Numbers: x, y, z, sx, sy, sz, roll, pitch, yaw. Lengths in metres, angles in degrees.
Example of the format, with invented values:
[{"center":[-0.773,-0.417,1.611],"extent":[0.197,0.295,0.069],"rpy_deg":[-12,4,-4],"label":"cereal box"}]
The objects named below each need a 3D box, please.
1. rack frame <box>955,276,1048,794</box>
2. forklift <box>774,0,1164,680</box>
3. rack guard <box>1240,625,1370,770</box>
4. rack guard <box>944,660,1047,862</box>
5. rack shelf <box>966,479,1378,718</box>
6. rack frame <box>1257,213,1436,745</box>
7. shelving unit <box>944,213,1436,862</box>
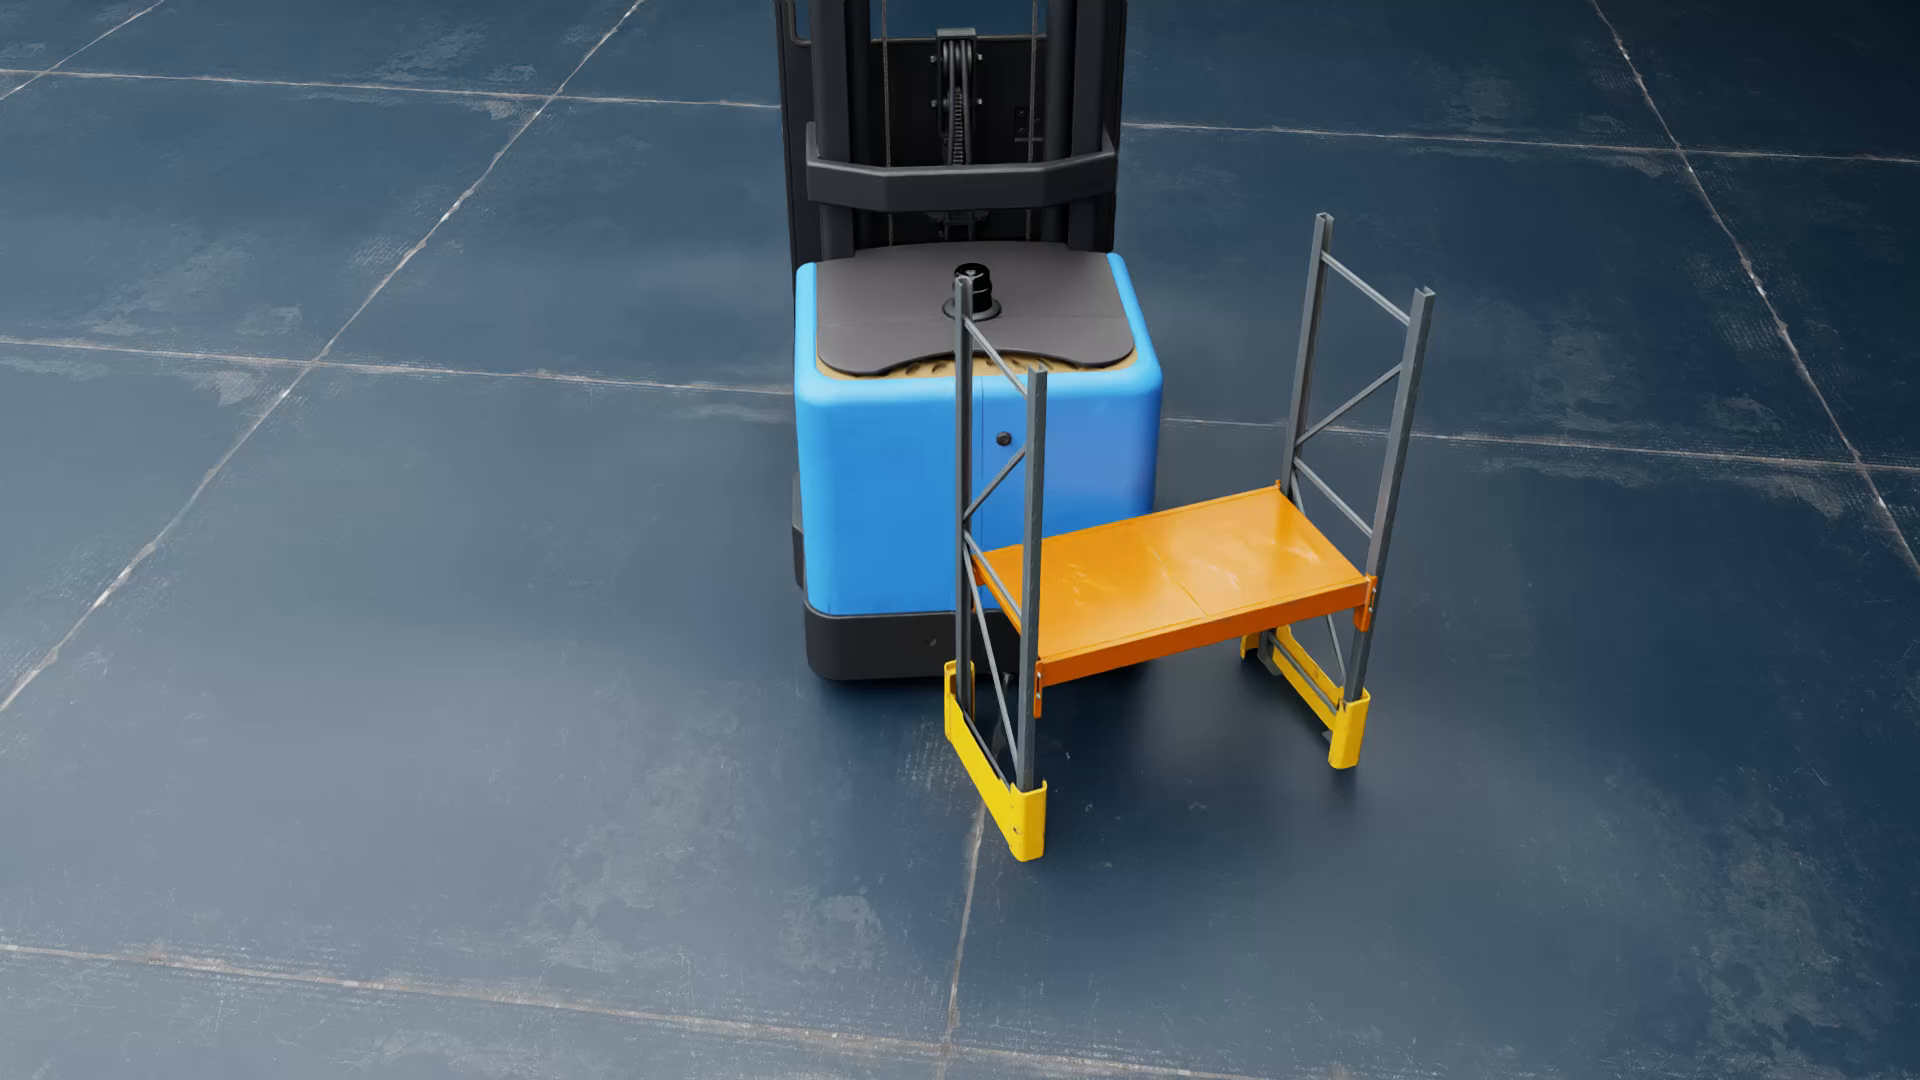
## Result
[{"center":[0.092,0.101,4.317],"extent":[0.032,1.500,0.500],"rpy_deg":[-13,37,-17],"label":"rack frame"},{"center":[-0.046,-1.604,5.475],"extent":[1.130,2.935,3.031],"rpy_deg":[-2,36,-3],"label":"forklift"},{"center":[1.021,0.400,4.974],"extent":[0.087,0.250,0.587],"rpy_deg":[-13,37,-17],"label":"rack guard"},{"center":[0.093,0.610,4.680],"extent":[0.087,0.250,0.587],"rpy_deg":[-13,37,-17],"label":"rack guard"},{"center":[0.565,0.141,4.571],"extent":[1.000,0.185,0.538],"rpy_deg":[-13,37,-17],"label":"rack shelf"},{"center":[1.039,-0.112,4.616],"extent":[0.032,1.500,0.500],"rpy_deg":[-13,37,-17],"label":"rack frame"},{"center":[0.557,-0.004,4.464],"extent":[1.083,1.500,0.587],"rpy_deg":[-13,37,-17],"label":"shelving unit"}]
